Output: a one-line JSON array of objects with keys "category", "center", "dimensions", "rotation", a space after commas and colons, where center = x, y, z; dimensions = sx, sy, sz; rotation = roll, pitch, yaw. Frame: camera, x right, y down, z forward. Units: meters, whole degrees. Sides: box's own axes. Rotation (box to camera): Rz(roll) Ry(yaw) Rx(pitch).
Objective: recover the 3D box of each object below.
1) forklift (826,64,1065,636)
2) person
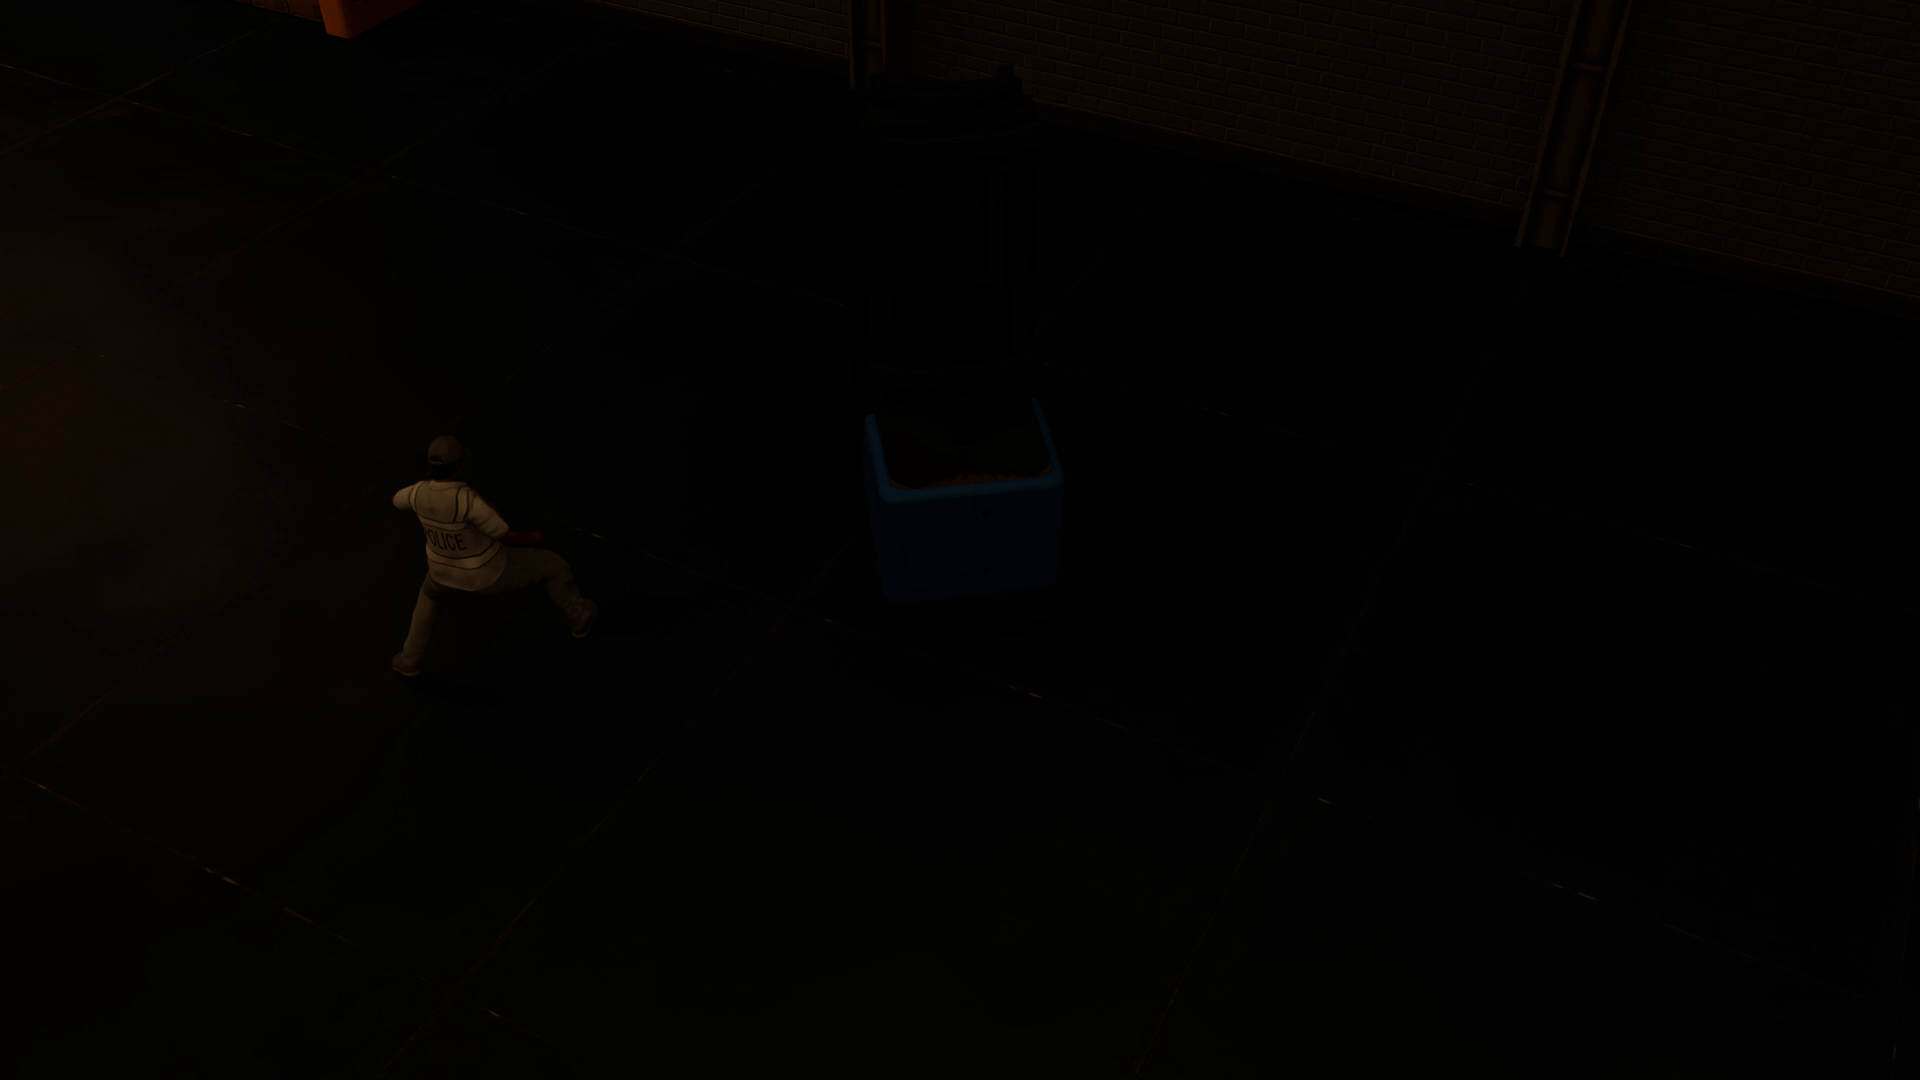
[{"category": "forklift", "center": [-0.153, -1.525, 9.797], "dimensions": [1.130, 2.935, 3.031], "rotation": [-6, 40, -7]}, {"category": "person", "center": [-2.667, 0.039, 9.104], "dimensions": [0.982, 1.514, 0.887], "rotation": [13, 42, 15]}]
